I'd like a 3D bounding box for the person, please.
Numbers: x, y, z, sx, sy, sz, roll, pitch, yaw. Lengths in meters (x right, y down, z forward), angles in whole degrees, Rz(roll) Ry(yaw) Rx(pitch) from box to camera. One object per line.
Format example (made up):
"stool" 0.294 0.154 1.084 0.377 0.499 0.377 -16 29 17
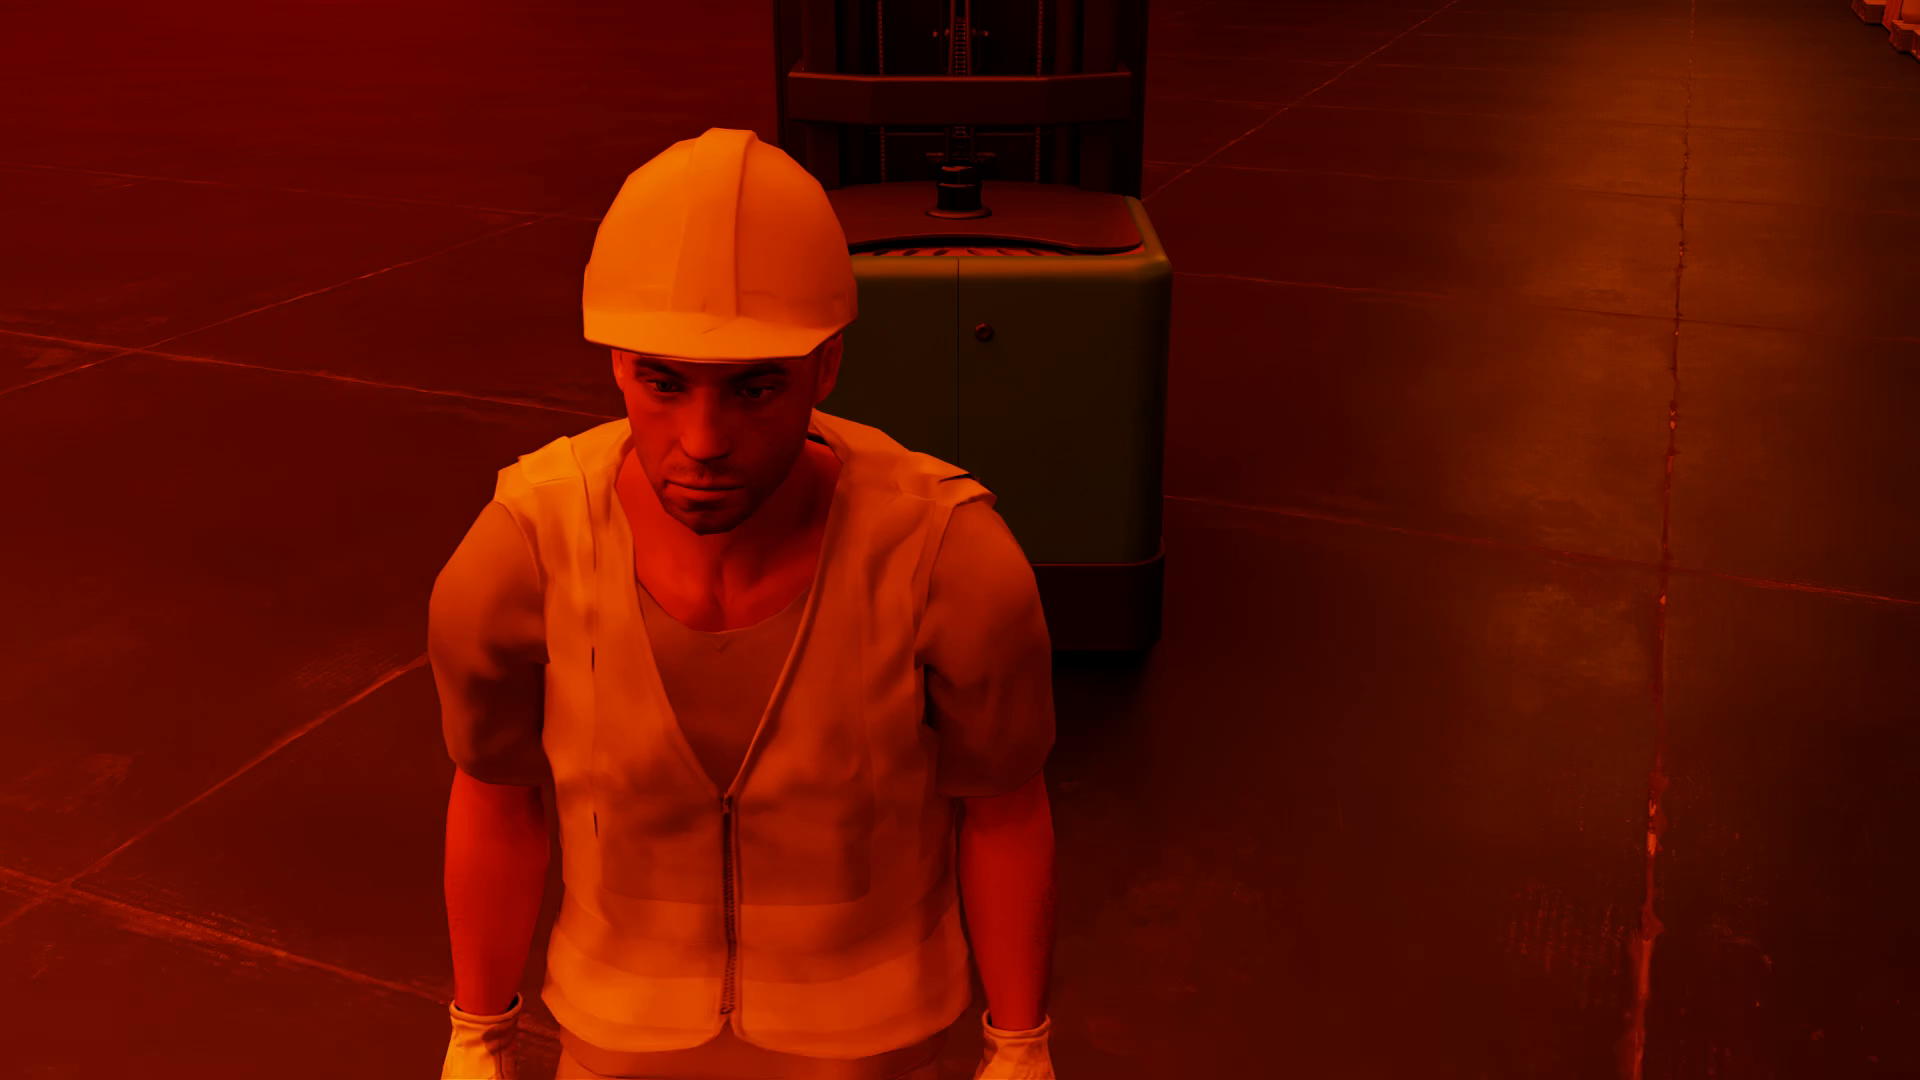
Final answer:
"person" -0.202 0.502 1.593 0.608 1.777 0.454 1 23 2

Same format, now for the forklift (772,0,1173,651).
"forklift" 0.002 -1.587 5.089 1.130 2.935 3.031 0 23 0
